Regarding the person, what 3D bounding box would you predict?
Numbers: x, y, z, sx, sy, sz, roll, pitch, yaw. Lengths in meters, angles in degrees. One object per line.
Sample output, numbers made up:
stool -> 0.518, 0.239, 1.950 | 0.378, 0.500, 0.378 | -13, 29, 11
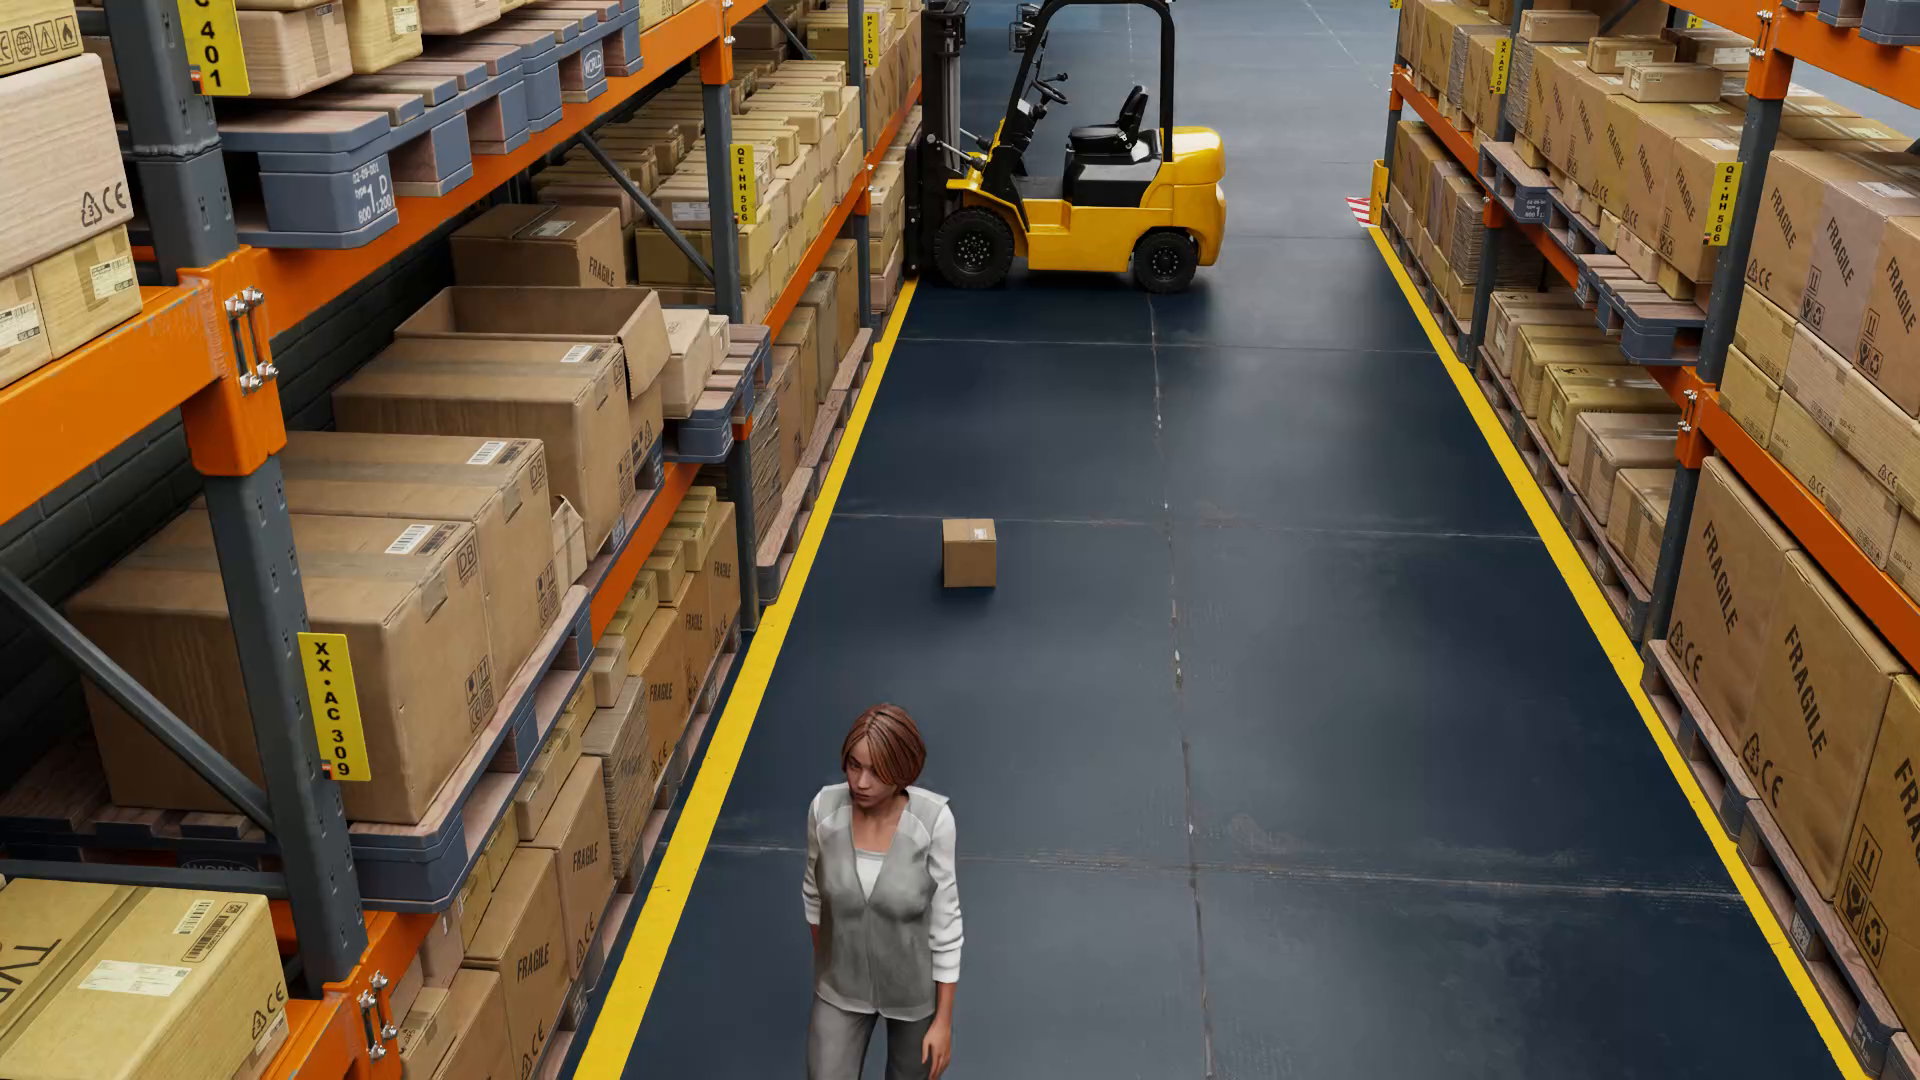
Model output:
person -> -0.194, 1.161, 4.139 | 0.414, 1.648, 0.576 | 2, 25, 4
